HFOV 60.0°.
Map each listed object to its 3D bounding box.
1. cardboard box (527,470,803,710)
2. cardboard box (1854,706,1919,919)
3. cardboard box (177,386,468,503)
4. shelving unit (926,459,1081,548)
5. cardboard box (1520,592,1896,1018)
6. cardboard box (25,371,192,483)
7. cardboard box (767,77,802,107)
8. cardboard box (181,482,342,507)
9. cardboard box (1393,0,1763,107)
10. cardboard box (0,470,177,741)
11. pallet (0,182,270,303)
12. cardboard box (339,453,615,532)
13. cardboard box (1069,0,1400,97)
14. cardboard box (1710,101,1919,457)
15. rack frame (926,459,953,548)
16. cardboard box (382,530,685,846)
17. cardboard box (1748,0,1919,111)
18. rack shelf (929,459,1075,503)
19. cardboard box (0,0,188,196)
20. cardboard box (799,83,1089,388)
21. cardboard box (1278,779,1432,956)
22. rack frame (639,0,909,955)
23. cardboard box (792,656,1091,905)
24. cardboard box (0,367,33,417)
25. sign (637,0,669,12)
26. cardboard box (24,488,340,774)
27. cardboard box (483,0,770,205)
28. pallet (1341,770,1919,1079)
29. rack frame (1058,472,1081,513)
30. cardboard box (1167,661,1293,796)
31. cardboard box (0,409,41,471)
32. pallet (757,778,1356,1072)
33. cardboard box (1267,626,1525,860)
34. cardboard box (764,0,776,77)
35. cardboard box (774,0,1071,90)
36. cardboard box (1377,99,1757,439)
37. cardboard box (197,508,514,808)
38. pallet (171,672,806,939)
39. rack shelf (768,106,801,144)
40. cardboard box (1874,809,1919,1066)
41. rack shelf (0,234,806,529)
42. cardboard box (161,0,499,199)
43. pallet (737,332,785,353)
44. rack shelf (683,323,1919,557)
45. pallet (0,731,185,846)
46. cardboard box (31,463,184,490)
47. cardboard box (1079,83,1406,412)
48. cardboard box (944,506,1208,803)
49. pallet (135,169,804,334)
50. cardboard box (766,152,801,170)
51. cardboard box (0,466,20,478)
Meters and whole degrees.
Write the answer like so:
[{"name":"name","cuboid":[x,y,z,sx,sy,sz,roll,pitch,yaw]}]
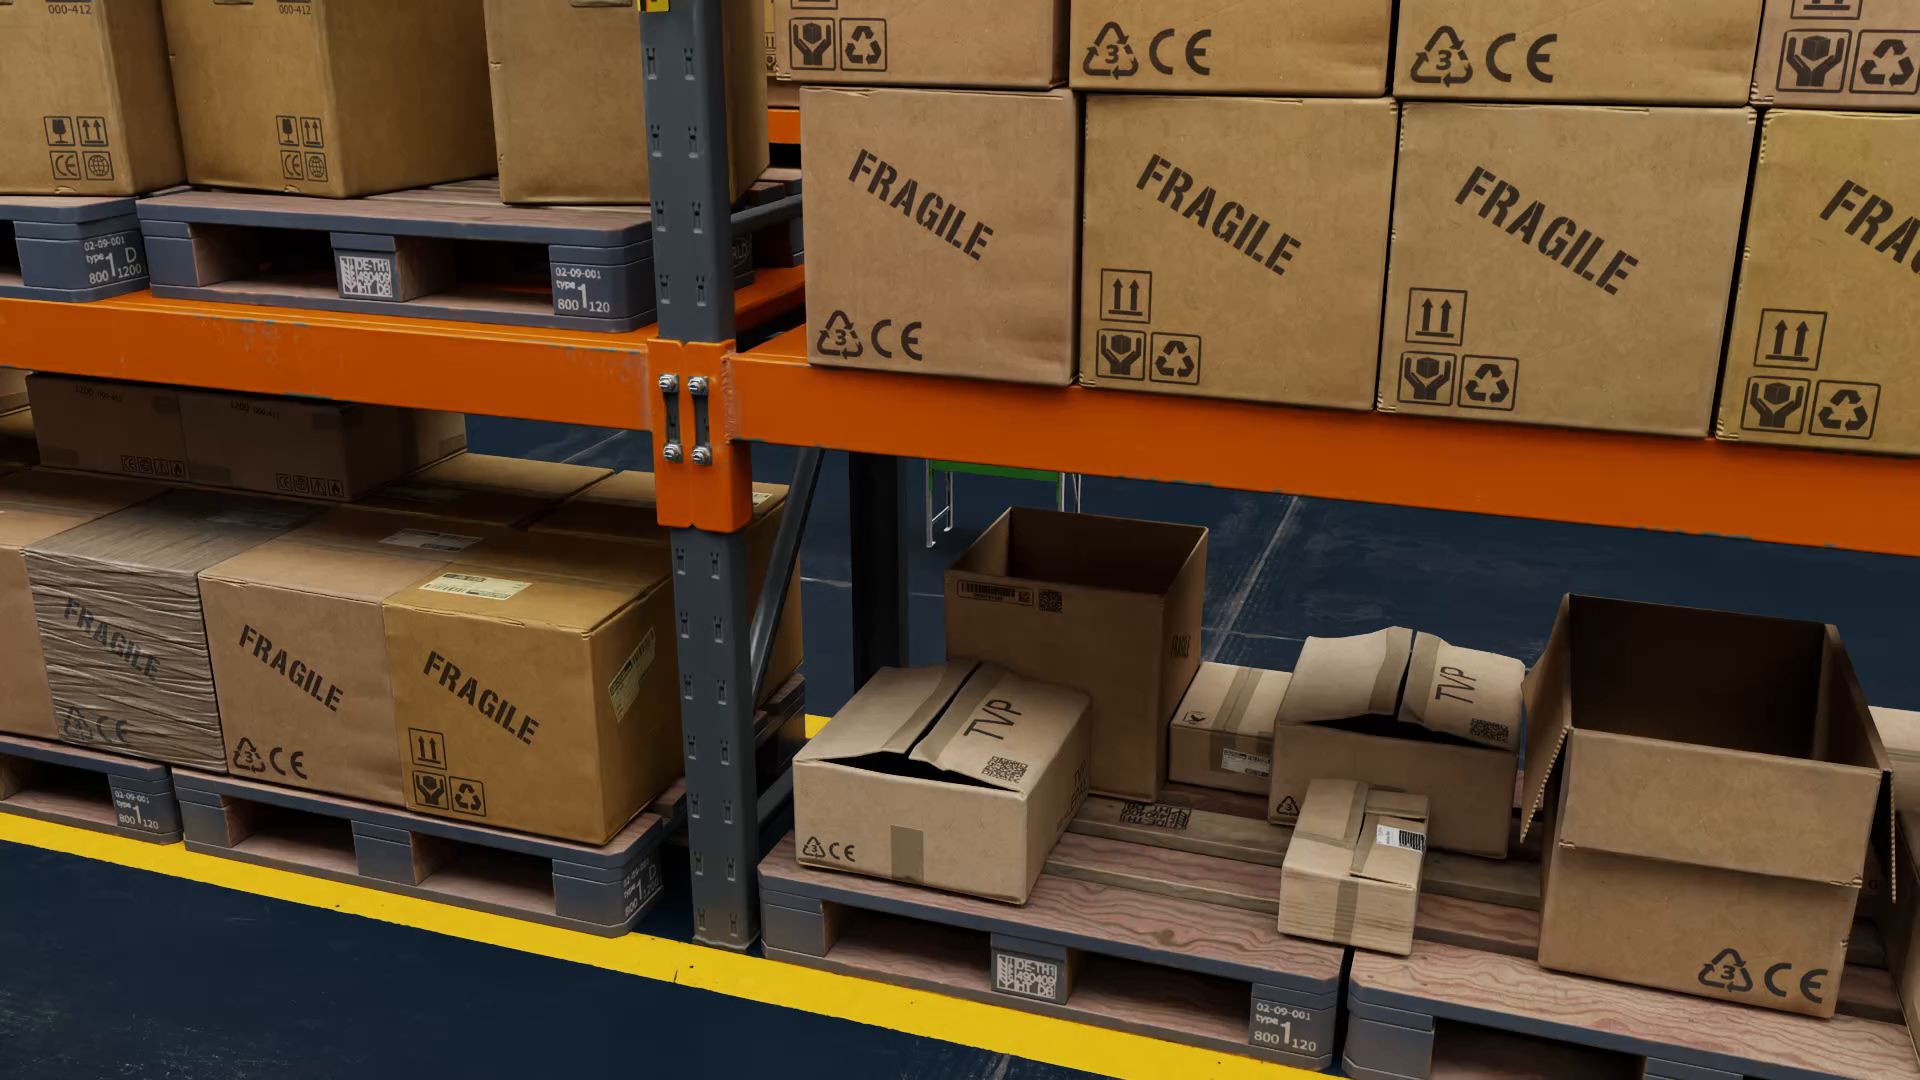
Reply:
[{"name":"cardboard box","cuboid":[-0.729,0.150,4.218,0.500,0.500,0.500,6,20,16]},{"name":"cardboard box","cuboid":[2.062,0.573,3.384,0.500,0.250,0.500,7,20,18]},{"name":"cardboard box","cuboid":[-1.673,-0.312,4.405,0.500,0.250,0.500,7,20,18]},{"name":"shelving unit","cuboid":[0.156,-0.549,5.827,0.503,1.200,0.258,7,20,18]},{"name":"cardboard box","cuboid":[1.425,0.478,3.273,0.637,0.503,0.797,7,20,18]},{"name":"cardboard box","cuboid":[-2.147,-0.366,4.560,0.500,0.250,0.500,6,20,17]},{"name":"cardboard box","cuboid":[-0.820,-2.288,8.435,0.250,0.149,0.380,7,20,18]},{"name":"cardboard box","cuboid":[-1.706,0.039,4.535,0.500,0.500,0.500,7,20,19]},{"name":"cardboard box","cuboid":[0.974,-0.964,2.615,0.500,0.500,0.500,6,20,16]},{"name":"cardboard box","cuboid":[-2.331,0.149,4.220,0.500,0.500,0.500,6,20,16]},{"name":"pallet","cuboid":[-2.292,-0.827,4.184,1.213,0.211,1.003,7,20,18]},{"name":"cardboard box","cuboid":[-1.236,0.096,4.373,0.500,0.500,0.500,7,20,19]},{"name":"cardboard box","cuboid":[0.489,-1.020,2.774,0.500,0.500,0.500,6,20,16]},{"name":"cardboard box","cuboid":[1.478,-0.439,2.625,0.500,0.500,0.500,6,20,17]},{"name":"rack frame","cuboid":[-0.074,-0.575,5.903,0.015,1.200,0.240,7,20,18]},{"name":"cardboard box","cuboid":[-0.912,0.314,3.748,0.500,0.500,0.500,6,20,18]},{"name":"cardboard box","cuboid":[1.462,-0.909,2.455,0.500,0.500,0.500,7,20,20]},{"name":"rack shelf","cuboid":[0.156,-0.262,5.927,0.480,0.148,0.258,7,20,18]},{"name":"cardboard box","cuboid":[-2.041,-1.112,3.919,0.500,0.500,0.700,1,19,4]},{"name":"cardboard box","cuboid":[0.040,-0.602,3.094,0.500,0.500,0.500,7,20,19]},{"name":"cardboard box","cuboid":[0.794,0.638,3.324,0.250,0.166,0.380,7,20,18]},{"name":"rack frame","cuboid":[-0.352,-0.695,3.512,0.127,3.000,1.000,7,20,18]},{"name":"cardboard box","cuboid":[-0.026,0.480,3.559,0.500,0.311,0.500,7,20,18]},{"name":"cardboard box","cuboid":[-3.115,-0.475,4.873,0.500,0.250,0.500,7,21,20]},{"name":"sign","cuboid":[-0.530,-1.068,2.825,0.005,0.325,0.100,7,20,18]},{"name":"cardboard box","cuboid":[-1.850,0.203,4.065,0.500,0.500,0.500,7,20,19]},{"name":"cardboard box","cuboid":[-0.726,-1.061,3.773,0.500,0.500,0.700,0,19,0]},{"name":"pallet","cuboid":[1.453,0.828,3.381,1.213,0.211,1.003,7,20,18]},{"name":"rack frame","cuboid":[0.387,-0.522,5.752,0.015,1.200,0.240,7,20,18]},{"name":"cardboard box","cuboid":[0.654,0.439,3.922,0.250,0.149,0.380,7,20,18]},{"name":"cardboard box","cuboid":[-2.681,-0.070,4.849,0.500,0.500,0.500,6,20,16]},{"name":"pallet","cuboid":[0.297,0.697,3.757,1.213,0.211,1.003,7,20,18]},{"name":"cardboard box","cuboid":[0.988,0.422,3.726,0.500,0.311,0.500,7,20,18]},{"name":"cardboard box","cuboid":[-0.679,-2.565,8.244,0.500,0.500,0.500,7,20,20]},{"name":"cardboard box","cuboid":[0.001,-1.076,2.934,0.500,0.500,0.500,7,20,19]},{"name":"cardboard box","cuboid":[0.997,-0.493,2.782,0.500,0.500,0.500,6,20,18]},{"name":"cardboard box","cuboid":[-1.376,0.258,3.909,0.500,0.500,0.500,7,20,18]},{"name":"pallet","cuboid":[-1.132,0.546,4.189,1.213,0.211,1.003,7,20,18]},{"name":"rack shelf","cuboid":[-0.619,-2.112,8.670,4.000,0.370,1.077,7,20,18]},{"name":"cardboard box","cuboid":[1.945,0.734,2.922,0.500,0.250,0.500,7,20,18]},{"name":"rack shelf","cuboid":[-2.241,-0.571,4.250,4.000,0.370,1.077,7,20,18]},{"name":"cardboard box","cuboid":[-1.396,-1.115,3.929,0.500,0.500,0.700,10,22,27]},{"name":"pallet","cuboid":[-0.639,-1.110,8.939,1.213,0.211,1.003,7,20,18]},{"name":"rack shelf","cuboid":[1.538,-0.139,3.010,4.000,0.370,1.077,7,20,18]},{"name":"pallet","cuboid":[-2.289,0.415,4.566,1.213,0.211,1.003,7,20,18]},{"name":"cardboard box","cuboid":[-2.183,-0.015,4.692,0.500,0.500,0.500,6,20,16]},{"name":"cardboard box","cuboid":[0.525,-0.548,2.939,0.500,0.500,0.500,7,20,19]},{"name":"cardboard box","cuboid":[0.280,0.251,3.927,0.500,0.500,0.500,7,20,18]},{"name":"pallet","cuboid":[-1.071,-0.724,3.888,1.213,0.211,1.003,7,20,18]},{"name":"cardboard box","cuboid":[-1.031,-1.634,8.834,0.750,0.750,0.750,6,20,18]},{"name":"cardboard box","cuboid":[-2.825,0.094,4.377,0.500,0.500,0.500,6,20,17]}]
